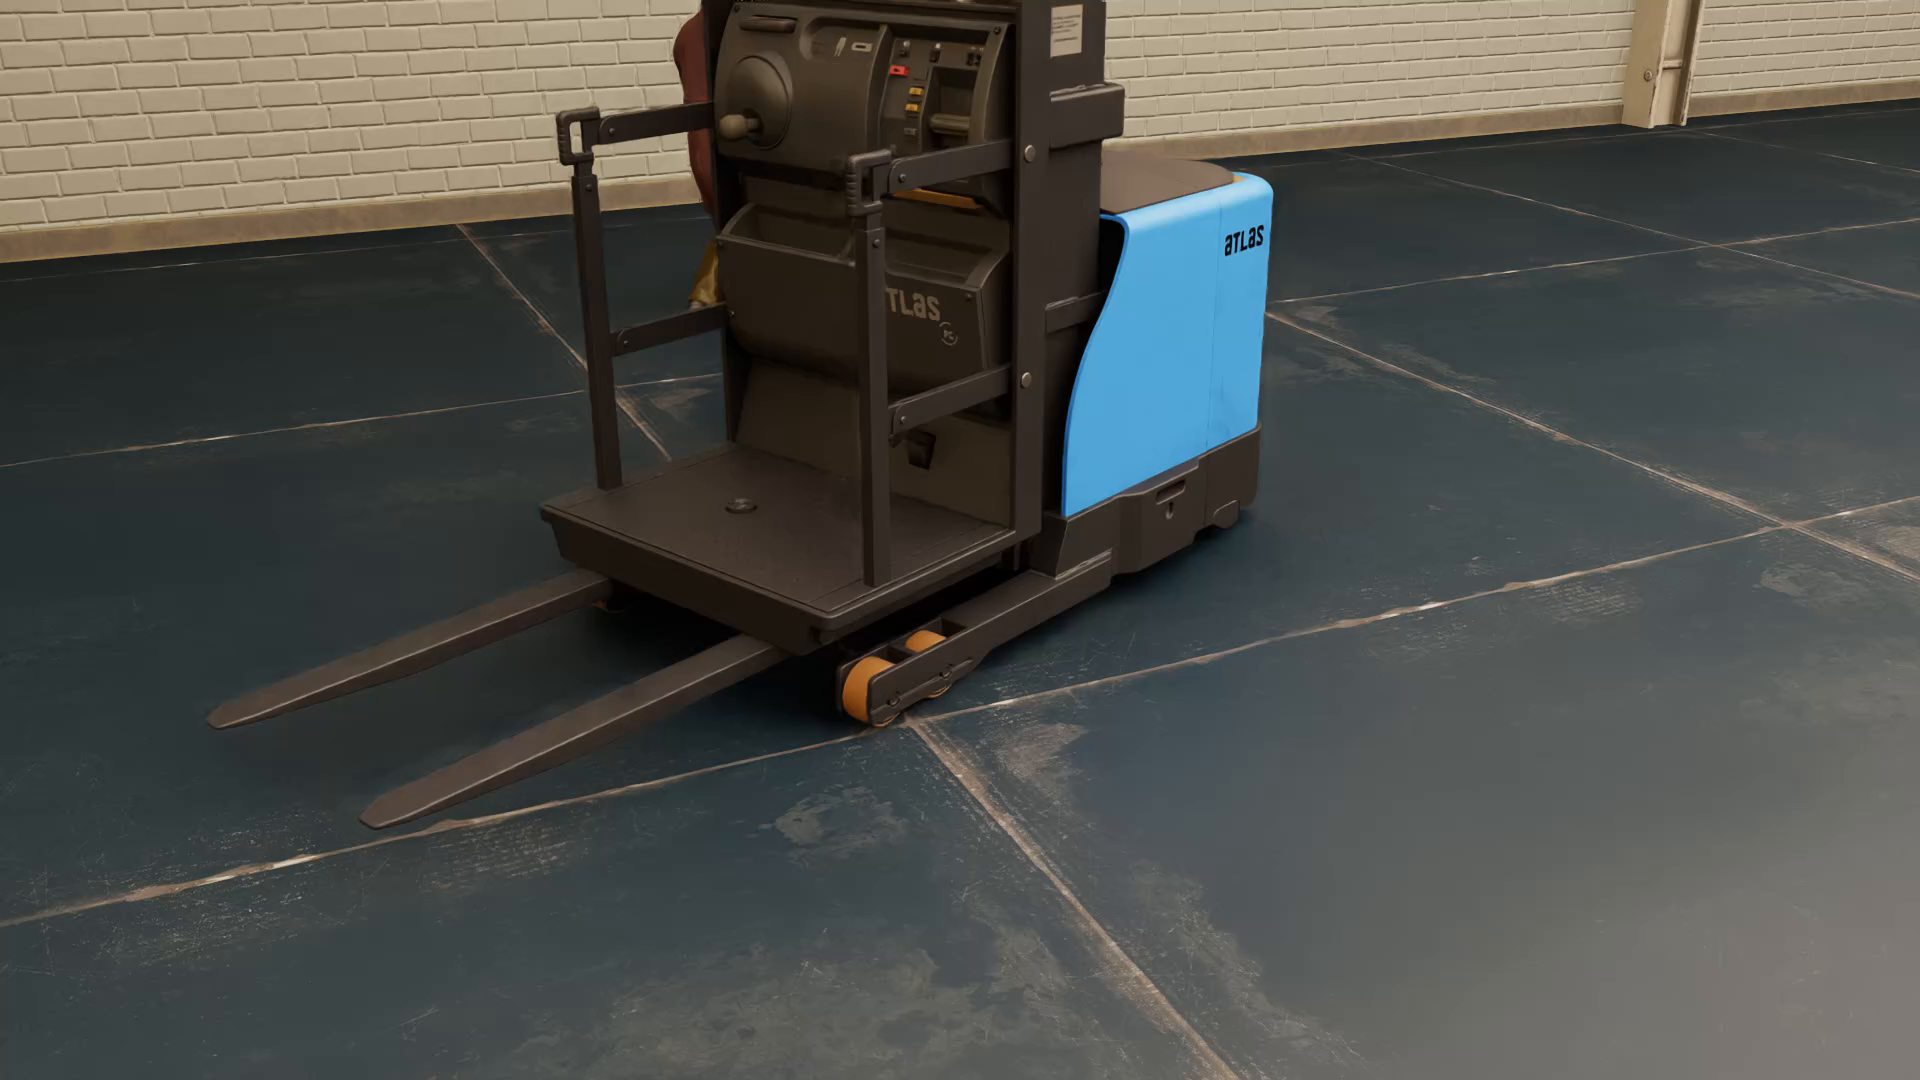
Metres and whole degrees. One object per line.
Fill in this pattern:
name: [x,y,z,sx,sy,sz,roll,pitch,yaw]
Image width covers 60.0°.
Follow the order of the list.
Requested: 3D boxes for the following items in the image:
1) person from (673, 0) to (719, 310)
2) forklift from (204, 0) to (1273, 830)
person: [-0.879,-1.752,7.296,0.806,1.590,0.818,14,26,29]
forklift: [-0.401,-1.119,3.981,1.130,2.935,3.031,18,29,37]
